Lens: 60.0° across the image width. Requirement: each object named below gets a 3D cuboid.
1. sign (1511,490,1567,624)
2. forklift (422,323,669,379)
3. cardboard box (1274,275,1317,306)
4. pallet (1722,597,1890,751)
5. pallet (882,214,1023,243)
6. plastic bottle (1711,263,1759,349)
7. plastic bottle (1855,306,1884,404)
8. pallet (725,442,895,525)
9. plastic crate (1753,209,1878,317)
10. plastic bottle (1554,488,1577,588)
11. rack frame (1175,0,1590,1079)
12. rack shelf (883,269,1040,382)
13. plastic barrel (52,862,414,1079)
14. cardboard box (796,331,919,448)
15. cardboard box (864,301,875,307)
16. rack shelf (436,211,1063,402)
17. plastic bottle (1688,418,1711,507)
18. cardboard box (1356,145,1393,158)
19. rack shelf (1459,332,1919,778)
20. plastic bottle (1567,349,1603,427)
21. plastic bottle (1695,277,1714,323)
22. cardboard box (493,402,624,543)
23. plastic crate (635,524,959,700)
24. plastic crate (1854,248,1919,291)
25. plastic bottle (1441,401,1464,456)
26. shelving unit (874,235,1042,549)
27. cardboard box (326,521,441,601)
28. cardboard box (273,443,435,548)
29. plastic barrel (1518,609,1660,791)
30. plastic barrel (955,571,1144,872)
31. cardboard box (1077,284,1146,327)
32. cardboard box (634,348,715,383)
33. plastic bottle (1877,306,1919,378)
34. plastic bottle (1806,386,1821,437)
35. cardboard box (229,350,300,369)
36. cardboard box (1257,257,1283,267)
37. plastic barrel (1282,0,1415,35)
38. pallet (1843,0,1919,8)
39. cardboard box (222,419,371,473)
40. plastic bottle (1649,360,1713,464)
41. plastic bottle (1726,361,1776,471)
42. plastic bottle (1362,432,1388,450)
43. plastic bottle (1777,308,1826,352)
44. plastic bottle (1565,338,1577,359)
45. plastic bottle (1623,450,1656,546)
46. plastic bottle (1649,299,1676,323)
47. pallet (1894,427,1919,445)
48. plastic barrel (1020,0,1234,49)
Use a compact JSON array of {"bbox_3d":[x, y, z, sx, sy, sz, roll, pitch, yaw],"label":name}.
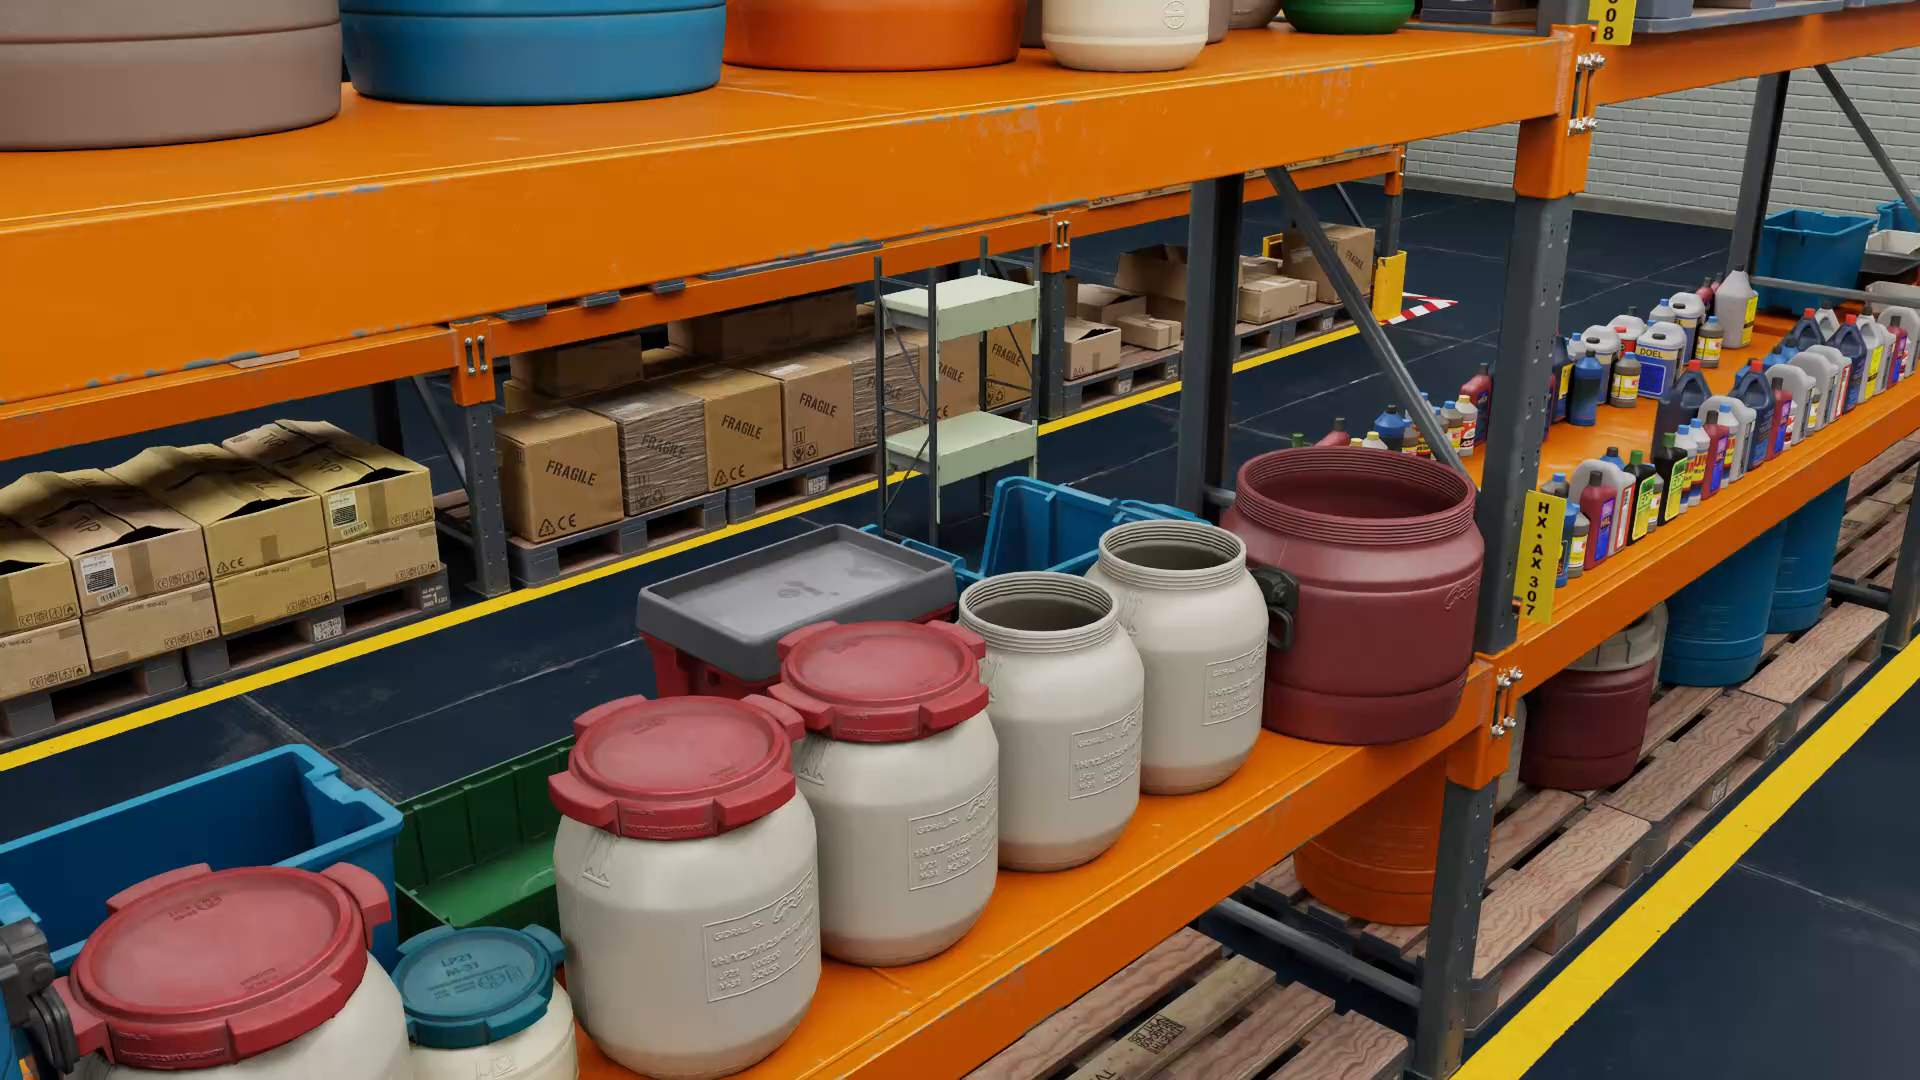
[{"bbox_3d":[1.410,0.043,4.055,0.100,0.325,0.005,19,28,41],"label":"sign"},{"bbox_3d":[-2.409,-2.606,11.269,3.031,2.935,1.130,-14,25,-32],"label":"forklift"},{"bbox_3d":[2.496,-1.914,12.709,0.380,0.166,0.250,19,28,41],"label":"cardboard box"},{"bbox_3d":[3.233,0.444,7.124,1.003,0.211,1.213,19,28,41],"label":"pallet"},{"bbox_3d":[-0.381,-2.018,9.912,1.003,0.211,1.213,19,28,41],"label":"pallet"},{"bbox_3d":[3.296,-1.002,7.070,0.144,0.351,0.185,19,28,41],"label":"plastic bottle"},{"bbox_3d":[3.395,-0.704,6.294,0.144,0.351,0.185,19,28,41],"label":"plastic bottle"},{"bbox_3d":[-1.136,-0.450,9.452,1.003,0.211,1.213,19,28,41],"label":"pallet"},{"bbox_3d":[3.883,-1.271,7.639,0.392,0.384,0.575,19,28,41],"label":"plastic crate"},{"bbox_3d":[1.645,-0.010,4.599,0.097,0.271,0.097,0,21,0],"label":"plastic bottle"},{"bbox_3d":[1.011,-0.017,4.437,1.000,3.000,0.127,19,28,41],"label":"rack frame"},{"bbox_3d":[-0.005,-1.063,8.161,0.431,0.370,0.720,19,28,41],"label":"rack shelf"},{"bbox_3d":[-0.955,0.757,2.235,0.433,0.535,0.433,0,21,0],"label":"plastic barrel"},{"bbox_3d":[-0.585,-0.872,9.533,0.500,0.500,0.500,20,29,41],"label":"cardboard box"},{"bbox_3d":[-0.257,-1.261,10.545,0.500,0.500,0.500,18,27,38],"label":"cardboard box"},{"bbox_3d":[-1.140,-1.436,9.132,1.077,0.370,4.000,19,28,41],"label":"rack shelf"},{"bbox_3d":[2.290,-0.248,5.217,0.097,0.271,0.097,0,21,0],"label":"plastic bottle"},{"bbox_3d":[2.928,-3.177,12.521,0.500,0.500,0.500,-19,28,-40],"label":"cardboard box"},{"bbox_3d":[2.406,-0.195,5.904,1.077,0.370,4.000,19,28,41],"label":"rack shelf"},{"bbox_3d":[2.265,-0.555,6.016,0.097,0.271,0.097,0,21,0],"label":"plastic bottle"},{"bbox_3d":[3.147,-0.969,7.077,0.061,0.283,0.133,19,28,41],"label":"plastic bottle"},{"bbox_3d":[-2.013,-0.342,8.153,0.500,0.500,0.500,-19,28,-40],"label":"cardboard box"},{"bbox_3d":[-0.335,0.292,3.545,0.402,0.464,0.583,19,28,41],"label":"plastic crate"},{"bbox_3d":[4.390,-1.300,8.075,0.437,0.125,0.590,19,28,41],"label":"plastic crate"},{"bbox_3d":[1.650,-0.369,5.632,0.097,0.201,0.097,0,21,0],"label":"plastic bottle"},{"bbox_3d":[-0.005,-0.698,8.301,0.431,1.500,0.755,19,28,41],"label":"shelving unit"},{"bbox_3d":[-2.728,0.026,7.573,0.500,0.250,0.500,-19,28,-41],"label":"cardboard box"},{"bbox_3d":[-2.724,-0.236,7.472,0.500,0.311,0.500,-19,28,-41],"label":"cardboard box"},{"bbox_3d":[2.128,0.492,5.888,0.600,0.588,0.708,19,28,41],"label":"plastic barrel"},{"bbox_3d":[0.153,0.357,3.309,0.421,0.512,0.421,0,21,0],"label":"plastic barrel"},{"bbox_3d":[0.973,-1.646,11.811,0.500,0.311,0.500,19,28,41],"label":"cardboard box"},{"bbox_3d":[-1.690,-0.728,9.159,0.500,0.500,0.500,18,27,39],"label":"cardboard box"},{"bbox_3d":[3.758,-0.805,6.661,0.152,0.276,0.135,19,28,41],"label":"plastic bottle"},{"bbox_3d":[2.996,-0.475,5.907,0.097,0.201,0.097,0,21,0],"label":"plastic bottle"},{"bbox_3d":[-2.965,-0.840,6.929,0.380,0.149,0.250,19,28,41],"label":"cardboard box"},{"bbox_3d":[2.507,-2.167,13.392,0.380,0.149,0.250,19,28,41],"label":"cardboard box"},{"bbox_3d":[0.875,-1.268,3.729,0.294,0.245,0.294,0,21,0],"label":"plastic barrel"},{"bbox_3d":[2.536,-1.839,5.260,1.003,0.211,1.213,19,28,41],"label":"pallet"},{"bbox_3d":[-3.111,-0.371,7.824,0.500,0.311,0.500,-19,28,-40],"label":"cardboard box"},{"bbox_3d":[2.423,-0.424,5.566,0.144,0.351,0.185,19,28,41],"label":"plastic bottle"},{"bbox_3d":[2.626,-0.421,5.557,0.144,0.351,0.185,19,28,41],"label":"plastic bottle"},{"bbox_3d":[1.310,-0.244,5.306,0.097,0.201,0.097,0,21,0],"label":"plastic bottle"},{"bbox_3d":[3.162,-0.692,6.264,0.144,0.351,0.185,19,28,41],"label":"plastic bottle"},{"bbox_3d":[2.229,-0.616,6.175,0.097,0.271,0.097,0,21,0],"label":"plastic bottle"},{"bbox_3d":[1.993,-0.135,4.907,0.061,0.283,0.133,19,28,41],"label":"plastic bottle"},{"bbox_3d":[2.850,-0.844,6.770,0.097,0.271,0.097,0,21,0],"label":"plastic bottle"},{"bbox_3d":[5.989,-0.569,9.762,1.003,0.211,1.213,19,28,41],"label":"pallet"},{"bbox_3d":[0.283,-1.494,3.401,0.600,0.901,0.600,0,21,0],"label":"plastic barrel"}]
